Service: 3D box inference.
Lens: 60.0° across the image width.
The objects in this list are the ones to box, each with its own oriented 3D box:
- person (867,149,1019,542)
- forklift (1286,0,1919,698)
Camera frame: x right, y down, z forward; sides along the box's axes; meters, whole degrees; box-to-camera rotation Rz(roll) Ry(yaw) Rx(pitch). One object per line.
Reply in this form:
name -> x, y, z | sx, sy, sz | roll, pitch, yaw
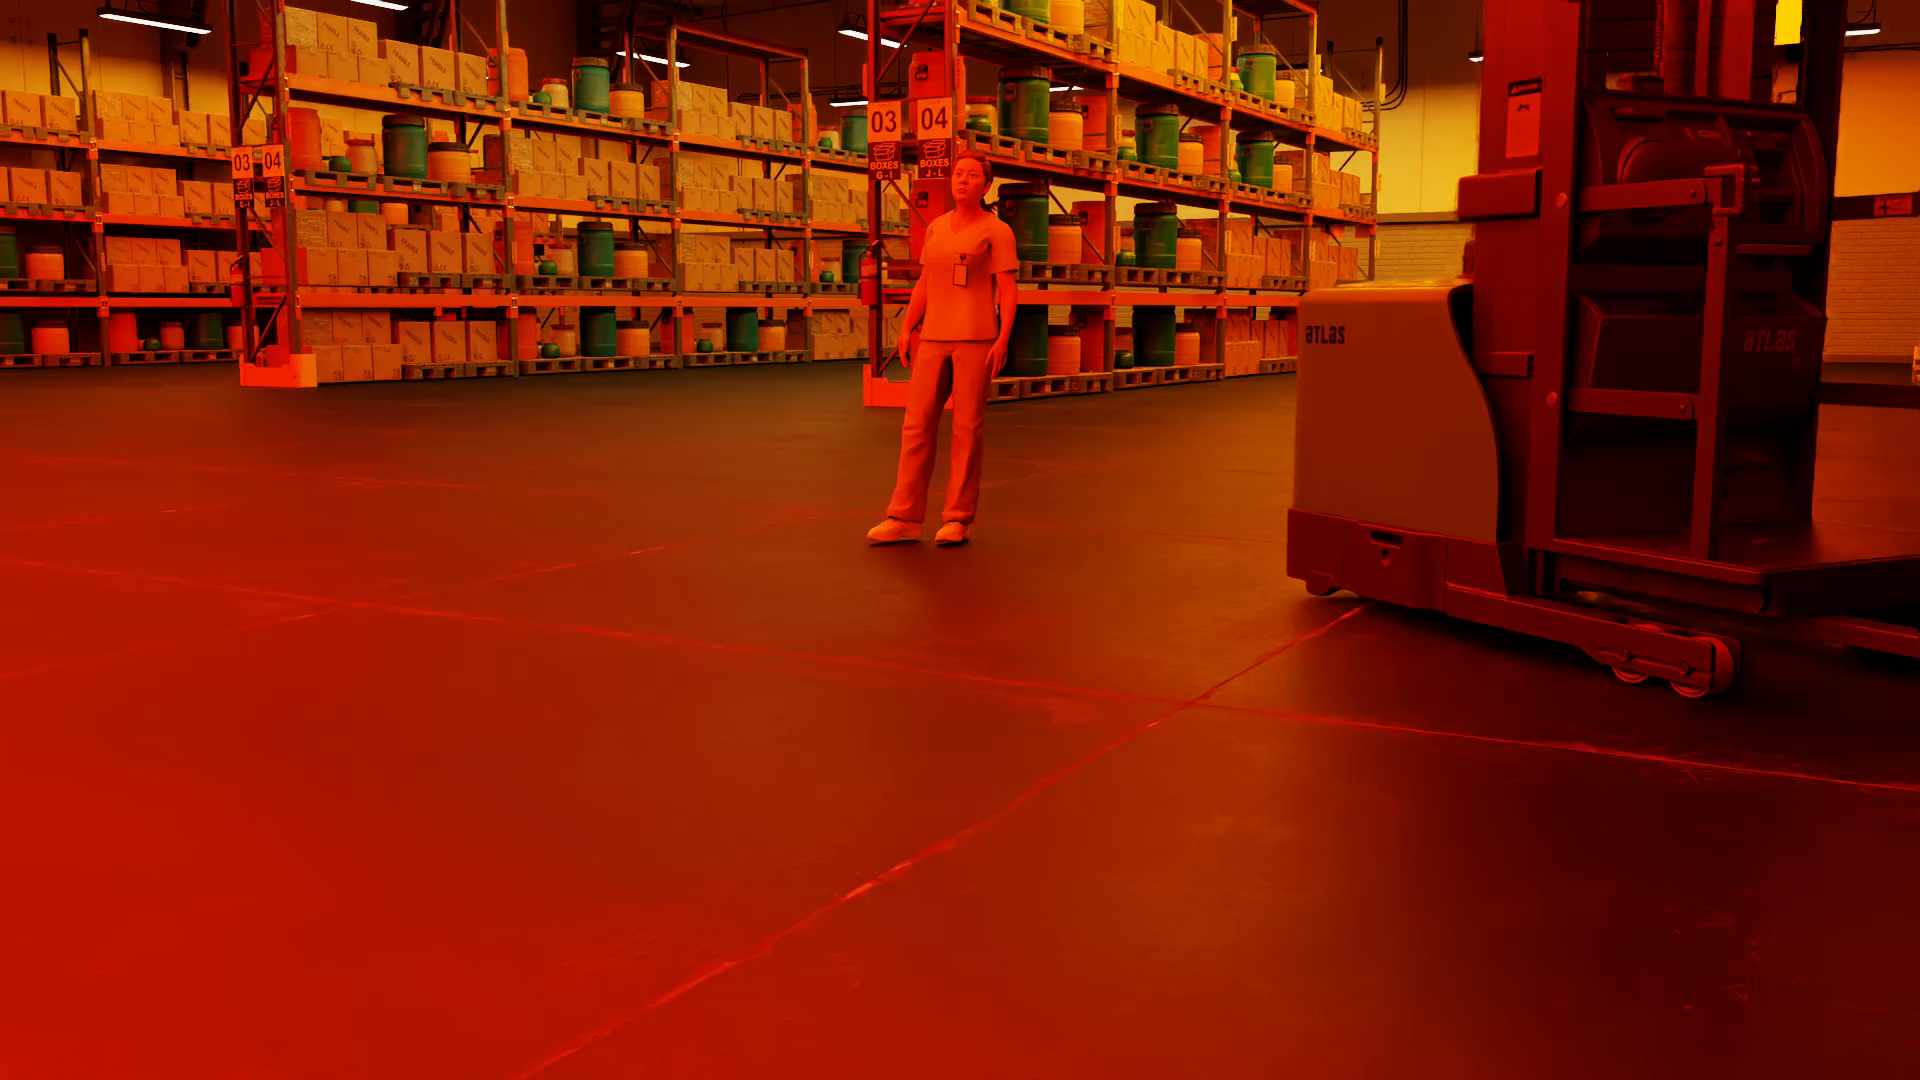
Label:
person -> -0.048, -0.829, 7.141 | 0.549, 1.673, 0.548 | 4, 9, 29
forklift -> 2.255, -1.107, 4.616 | 1.130, 2.935, 3.031 | -4, 9, -26
